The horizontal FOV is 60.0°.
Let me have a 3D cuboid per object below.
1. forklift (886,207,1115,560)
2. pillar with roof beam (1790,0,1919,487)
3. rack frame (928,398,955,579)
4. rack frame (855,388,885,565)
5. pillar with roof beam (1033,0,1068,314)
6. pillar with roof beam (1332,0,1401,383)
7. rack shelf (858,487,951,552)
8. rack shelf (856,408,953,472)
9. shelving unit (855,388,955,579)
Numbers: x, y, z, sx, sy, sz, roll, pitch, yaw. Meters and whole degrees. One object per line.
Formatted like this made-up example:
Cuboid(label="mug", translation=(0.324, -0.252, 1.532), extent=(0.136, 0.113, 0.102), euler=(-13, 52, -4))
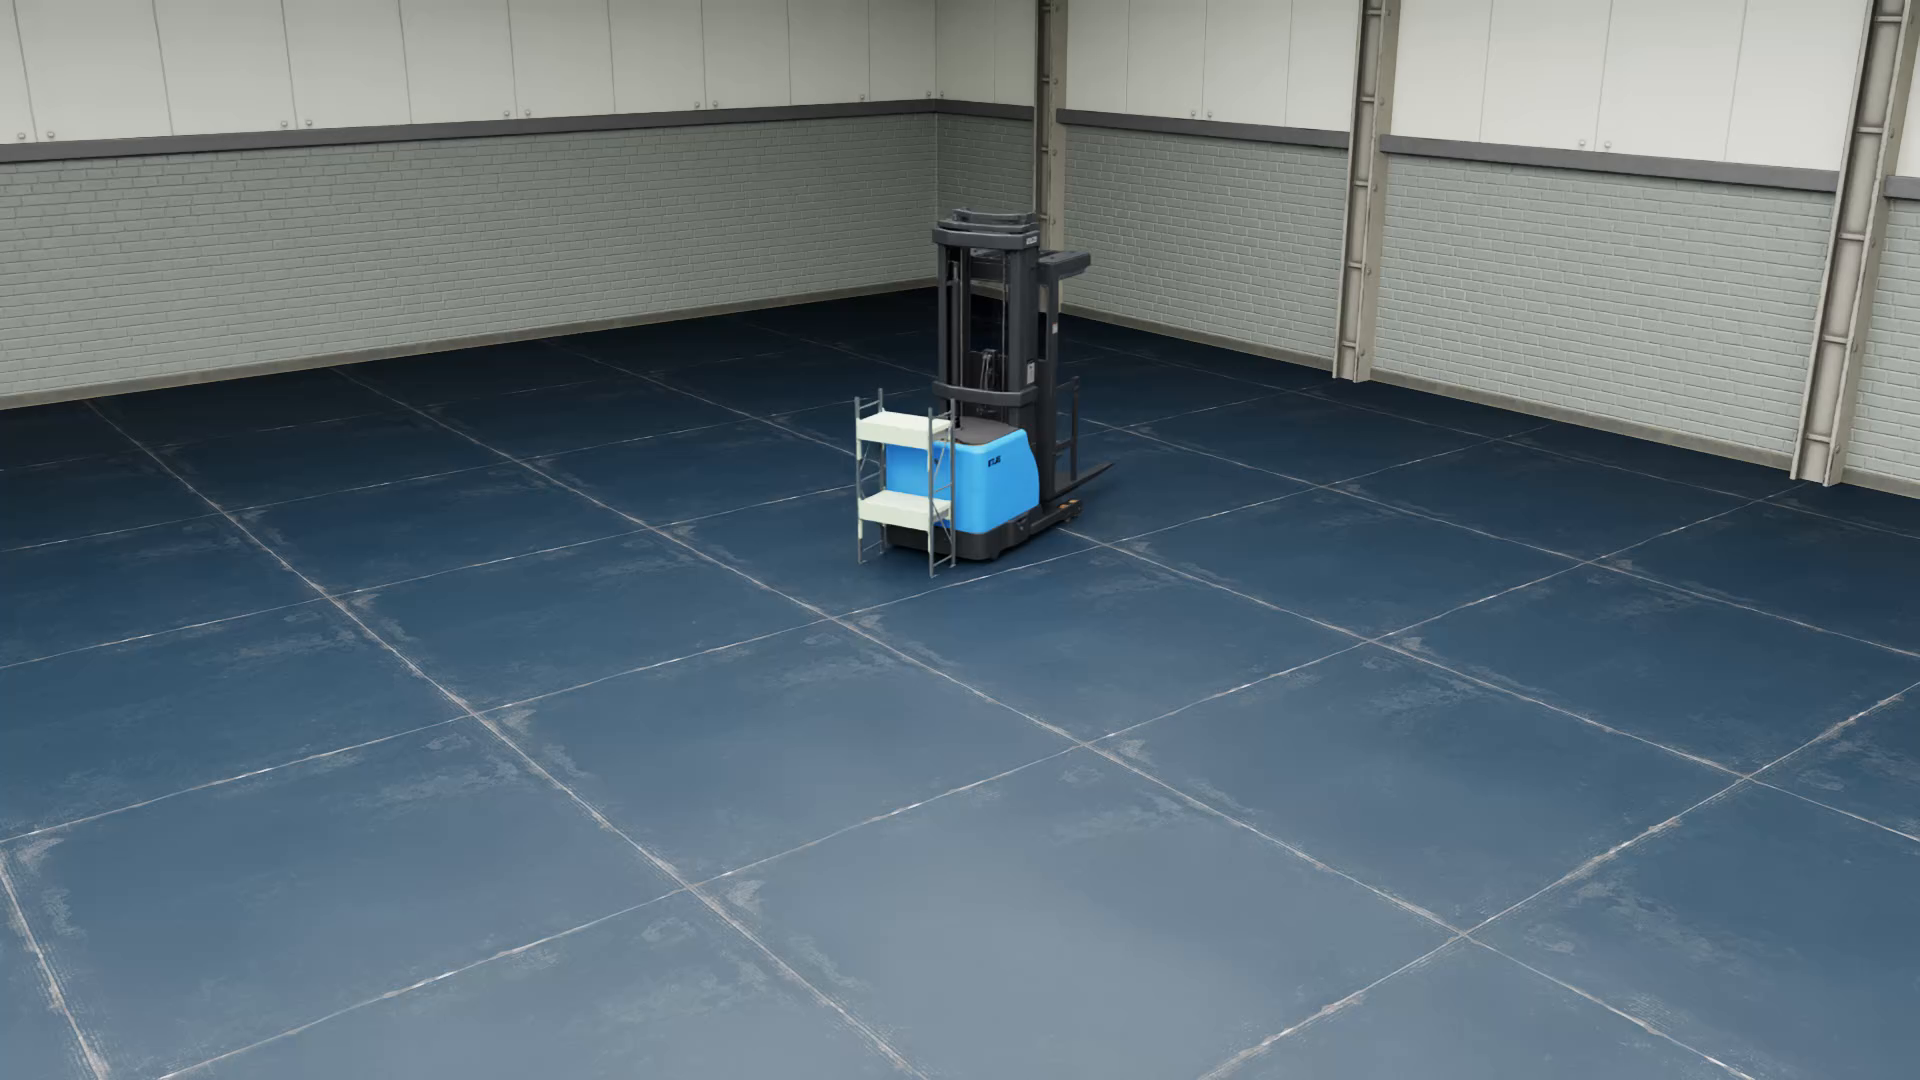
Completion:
Cuboid(label="forklift", translation=(0.520, -1.628, 15.504), extent=(1.130, 2.935, 3.031), euler=(11, 21, 29))
Cuboid(label="pillar with roof beam", translation=(5.434, -4.050, 13.166), extent=(9.100, 9.000, 0.400), euler=(-14, 23, -36))
Cuboid(label="rack frame", translation=(-0.152, -0.434, 14.174), extent=(0.023, 1.500, 0.400), euler=(10, 21, 29))
Cuboid(label="rack frame", translation=(-0.784, -0.550, 14.525), extent=(0.023, 1.500, 0.400), euler=(10, 21, 29))
Cuboid(label="pillar with roof beam", translation=(-2.017, -7.007, 22.096), extent=(9.100, 9.000, 0.400), euler=(-14, 23, -36))
Cuboid(label="pillar with roof beam", translation=(1.708, -5.529, 17.631), extent=(9.100, 9.000, 0.400), euler=(-14, 23, -36))
Cuboid(label="rack shelf", translation=(-0.468, -0.182, 14.452), extent=(0.720, 0.370, 0.431), euler=(10, 21, 29))
Cuboid(label="rack shelf", translation=(-0.468, -0.862, 14.227), extent=(0.720, 0.370, 0.431), euler=(10, 21, 29))
Cuboid(label="shelving unit", translation=(-0.468, -0.492, 14.349), extent=(0.755, 1.500, 0.431), euler=(10, 21, 29))
